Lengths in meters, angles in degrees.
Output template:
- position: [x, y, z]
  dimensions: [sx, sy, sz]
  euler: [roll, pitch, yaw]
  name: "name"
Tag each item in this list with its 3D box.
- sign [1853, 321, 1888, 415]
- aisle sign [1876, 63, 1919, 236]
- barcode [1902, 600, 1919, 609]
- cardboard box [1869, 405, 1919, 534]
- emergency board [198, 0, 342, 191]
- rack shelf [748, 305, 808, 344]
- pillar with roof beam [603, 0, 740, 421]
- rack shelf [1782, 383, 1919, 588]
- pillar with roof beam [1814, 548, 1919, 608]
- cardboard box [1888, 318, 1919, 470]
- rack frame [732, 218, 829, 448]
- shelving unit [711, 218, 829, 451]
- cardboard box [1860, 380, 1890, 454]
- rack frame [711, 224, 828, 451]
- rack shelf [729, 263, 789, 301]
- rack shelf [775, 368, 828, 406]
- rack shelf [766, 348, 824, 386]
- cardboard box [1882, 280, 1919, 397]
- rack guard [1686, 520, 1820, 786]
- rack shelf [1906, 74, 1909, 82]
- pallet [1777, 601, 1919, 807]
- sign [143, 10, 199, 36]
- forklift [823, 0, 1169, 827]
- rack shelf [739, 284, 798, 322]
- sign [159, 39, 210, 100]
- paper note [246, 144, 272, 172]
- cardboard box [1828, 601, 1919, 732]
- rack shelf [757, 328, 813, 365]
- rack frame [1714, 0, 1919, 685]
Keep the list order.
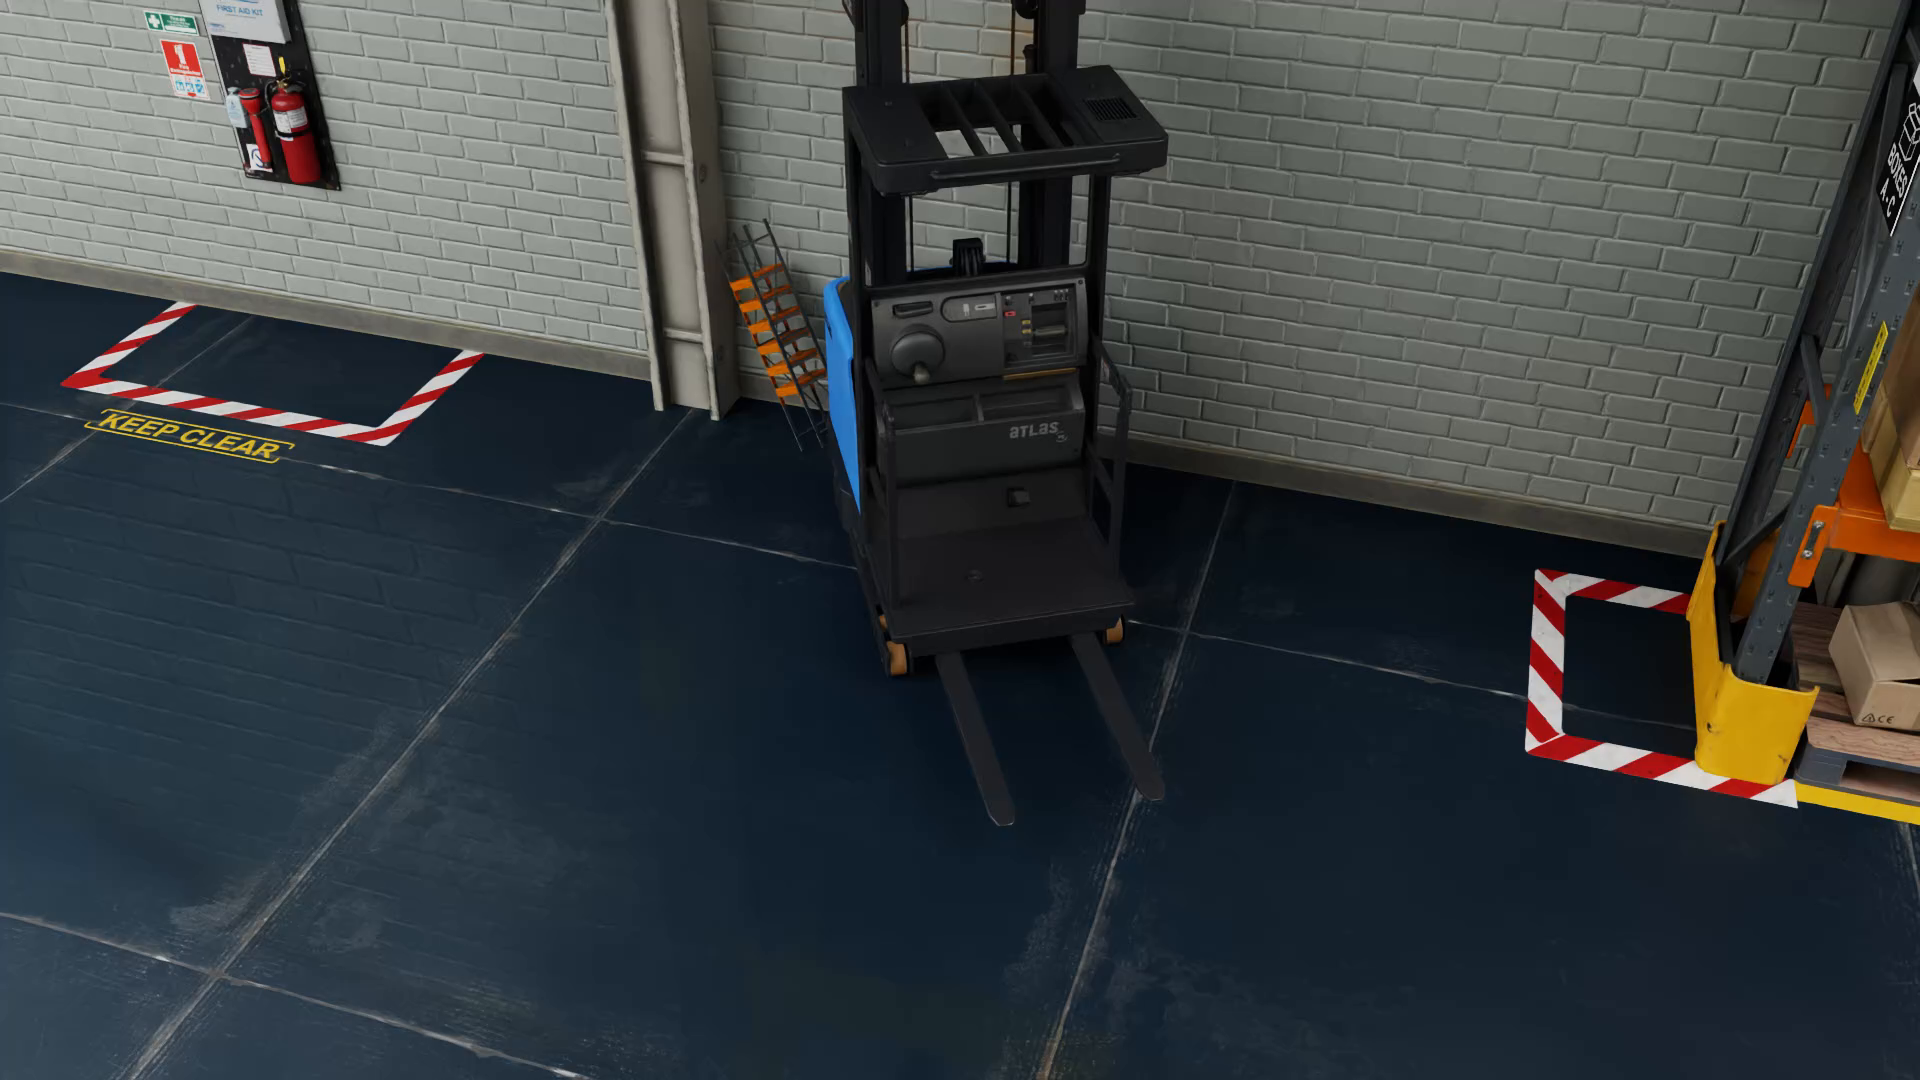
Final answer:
- position: [3.177, -0.600, 5.804]
  dimensions: [0.005, 0.325, 0.100]
  euler: [10, 38, 14]
  name: "sign"
- position: [3.180, -1.448, 5.494]
  dimensions: [0.004, 0.787, 0.394]
  euler: [10, 38, 14]
  name: "aisle sign"
- position: [4.108, 0.294, 7.209]
  dimensions: [0.075, 0.075, 0.001]
  euler: [10, 38, 14]
  name: "barcode"
- position: [3.709, -0.240, 6.155]
  dimensions: [0.500, 0.250, 0.500]
  euler: [9, 37, 13]
  name: "cardboard box"
- position: [-3.810, -2.443, 9.038]
  dimensions: [0.643, 1.169, 0.194]
  euler: [10, 38, 14]
  name: "emergency board"
- position: [-0.952, -1.135, 8.712]
  dimensions: [0.180, 0.103, 0.258]
  euler: [-4, 24, 48]
  name: "rack shelf"
- position: [-2.746, -1.965, 3.328]
  dimensions: [0.400, 9.000, 9.100]
  euler: [10, 38, 14]
  name: "pillar with roof beam"
- position: [5.247, 0.085, 6.211]
  dimensions: [4.000, 0.370, 1.077]
  euler: [10, 38, 14]
  name: "rack shelf"
- position: [2.981, -0.904, 1.887]
  dimensions: [0.400, 9.000, 9.100]
  euler: [10, 38, 14]
  name: "pillar with roof beam"
- position: [3.704, -0.553, 5.948]
  dimensions: [0.500, 0.500, 0.500]
  euler: [11, 38, 14]
  name: "cardboard box"
- position: [-0.863, -1.072, 8.665]
  dimensions: [0.006, 1.200, 0.240]
  euler: [-4, 24, 48]
  name: "rack frame"
- position: [-0.924, -1.068, 8.732]
  dimensions: [0.189, 1.200, 0.258]
  euler: [-4, 24, 48]
  name: "shelving unit"
- position: [3.842, -0.533, 6.553]
  dimensions: [0.500, 0.250, 0.500]
  euler: [11, 38, 15]
  name: "cardboard box"
- position: [-0.985, -1.064, 8.800]
  dimensions: [0.006, 1.200, 0.240]
  euler: [-4, 24, 48]
  name: "rack frame"
- position: [-1.038, -1.349, 8.646]
  dimensions: [0.180, 0.103, 0.258]
  euler: [-4, 24, 48]
  name: "rack shelf"
- position: [-0.821, -0.814, 8.810]
  dimensions: [0.180, 0.103, 0.258]
  euler: [-4, 24, 48]
  name: "rack shelf"
- position: [-0.865, -0.921, 8.777]
  dimensions: [0.180, 0.103, 0.258]
  euler: [-4, 24, 48]
  name: "rack shelf"
- position: [3.852, -0.845, 6.344]
  dimensions: [0.500, 0.500, 0.500]
  euler: [10, 38, 13]
  name: "cardboard box"
- position: [3.411, 0.462, 7.200]
  dimensions: [0.348, 0.500, 1.175]
  euler: [10, 38, 14]
  name: "rack guard"
- position: [5.247, -1.123, 5.321]
  dimensions: [4.000, 0.370, 1.077]
  euler: [10, 38, 14]
  name: "rack shelf"
- position: [4.176, 0.742, 7.064]
  dimensions: [1.213, 0.211, 1.003]
  euler: [10, 38, 14]
  name: "pallet"
- position: [-4.305, -2.821, 9.075]
  dimensions: [0.331, 0.109, 0.001]
  euler: [10, 38, 14]
  name: "sign"
- position: [0.138, -0.821, 6.892]
  dimensions: [1.130, 2.935, 3.031]
  euler: [-8, 37, -10]
  name: "forklift"
- position: [-0.995, -1.242, 8.679]
  dimensions: [0.180, 0.103, 0.258]
  euler: [-4, 24, 48]
  name: "rack shelf"
- position: [-4.307, -2.613, 9.240]
  dimensions: [0.234, 0.329, 0.001]
  euler: [10, 38, 14]
  name: "sign"
- position: [-3.958, -2.158, 9.395]
  dimensions: [0.142, 0.148, 0.016]
  euler: [10, 38, 14]
  name: "paper note"
- position: [3.972, 0.521, 6.909]
  dimensions: [0.500, 0.311, 0.500]
  euler: [6, 37, 9]
  name: "cardboard box"
- position: [-0.908, -1.028, 8.745]
  dimensions: [0.180, 0.103, 0.258]
  euler: [-4, 24, 48]
  name: "rack shelf"
- position: [3.338, -0.558, 6.478]
  dimensions: [0.127, 3.000, 1.000]
  euler: [10, 38, 14]
  name: "rack frame"
